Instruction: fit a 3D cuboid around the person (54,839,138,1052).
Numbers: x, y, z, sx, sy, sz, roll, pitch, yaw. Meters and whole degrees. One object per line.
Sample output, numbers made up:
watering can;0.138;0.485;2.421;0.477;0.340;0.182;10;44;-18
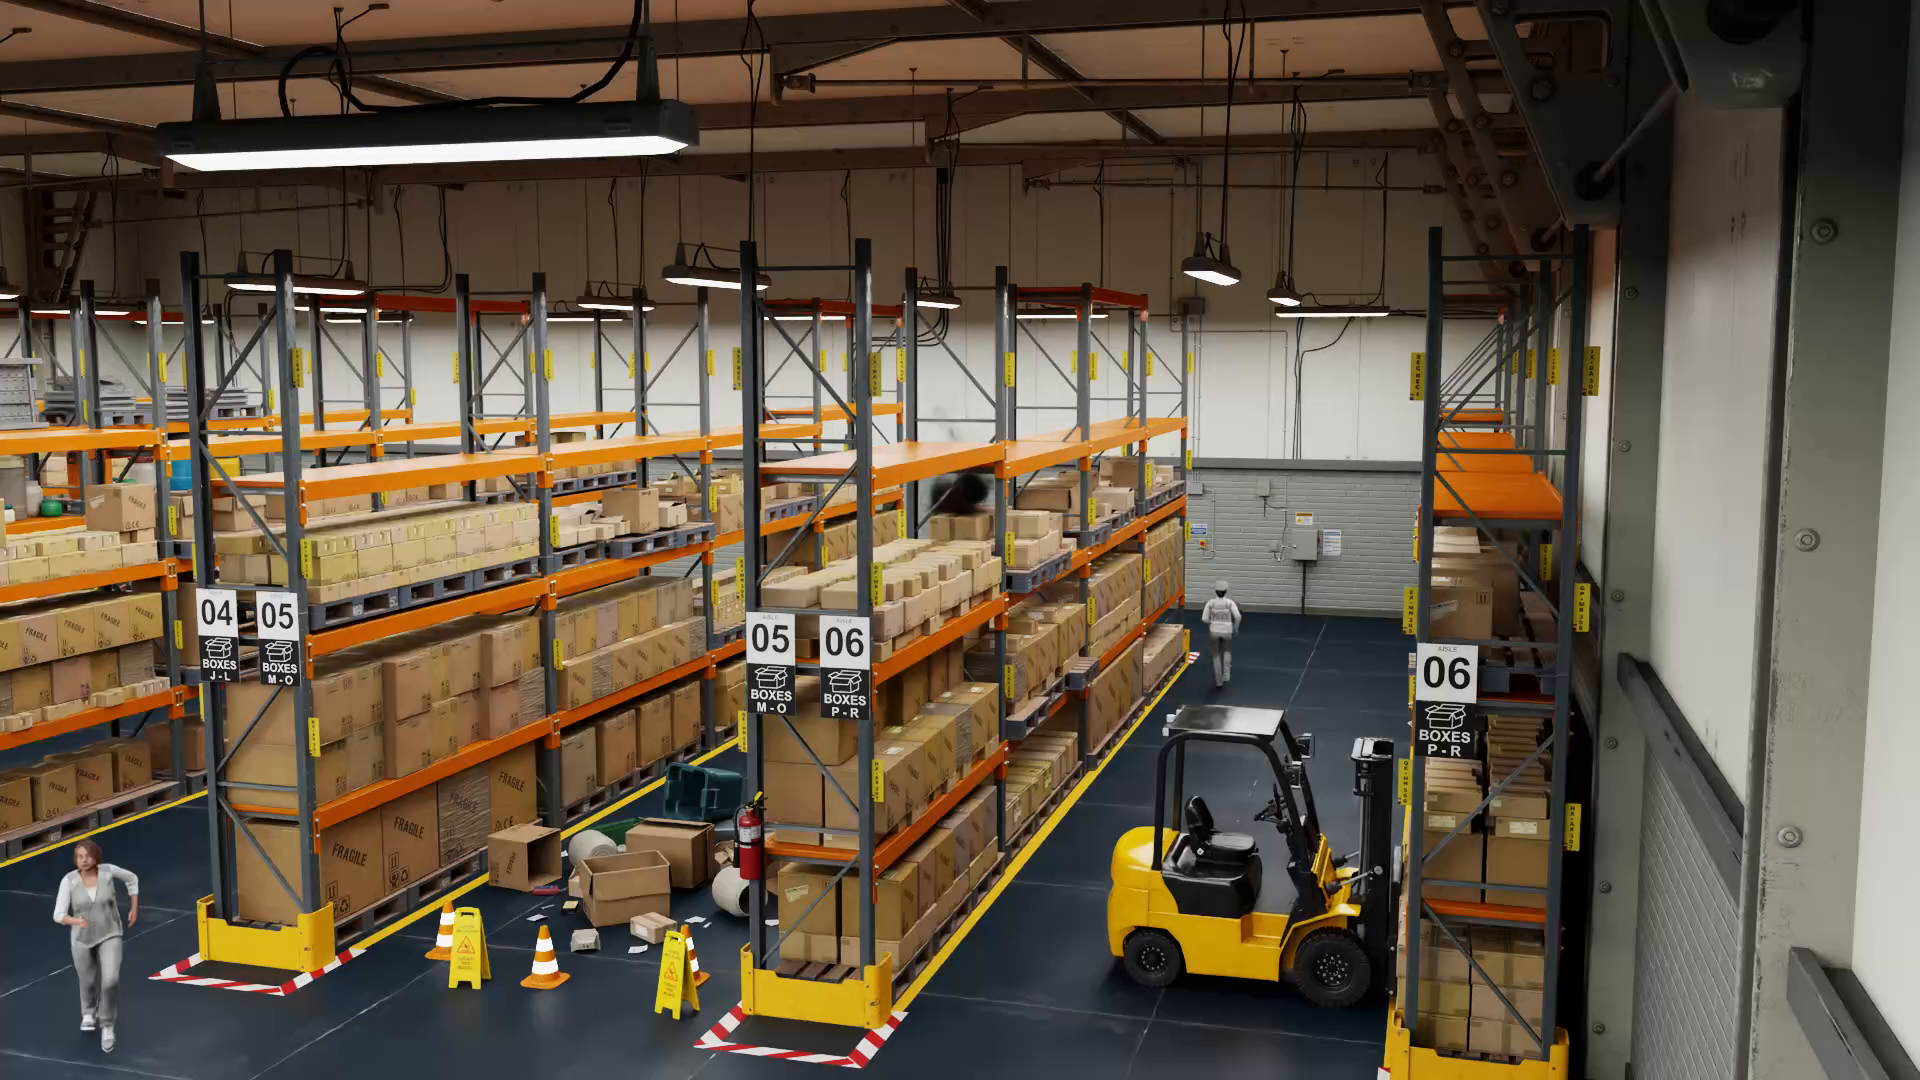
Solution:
person;-6.413;2.990;12.381;0.549;1.596;0.814;-3;7;-24

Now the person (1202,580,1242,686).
person;4.081;1.443;25.956;0.605;1.659;0.535;1;6;8
